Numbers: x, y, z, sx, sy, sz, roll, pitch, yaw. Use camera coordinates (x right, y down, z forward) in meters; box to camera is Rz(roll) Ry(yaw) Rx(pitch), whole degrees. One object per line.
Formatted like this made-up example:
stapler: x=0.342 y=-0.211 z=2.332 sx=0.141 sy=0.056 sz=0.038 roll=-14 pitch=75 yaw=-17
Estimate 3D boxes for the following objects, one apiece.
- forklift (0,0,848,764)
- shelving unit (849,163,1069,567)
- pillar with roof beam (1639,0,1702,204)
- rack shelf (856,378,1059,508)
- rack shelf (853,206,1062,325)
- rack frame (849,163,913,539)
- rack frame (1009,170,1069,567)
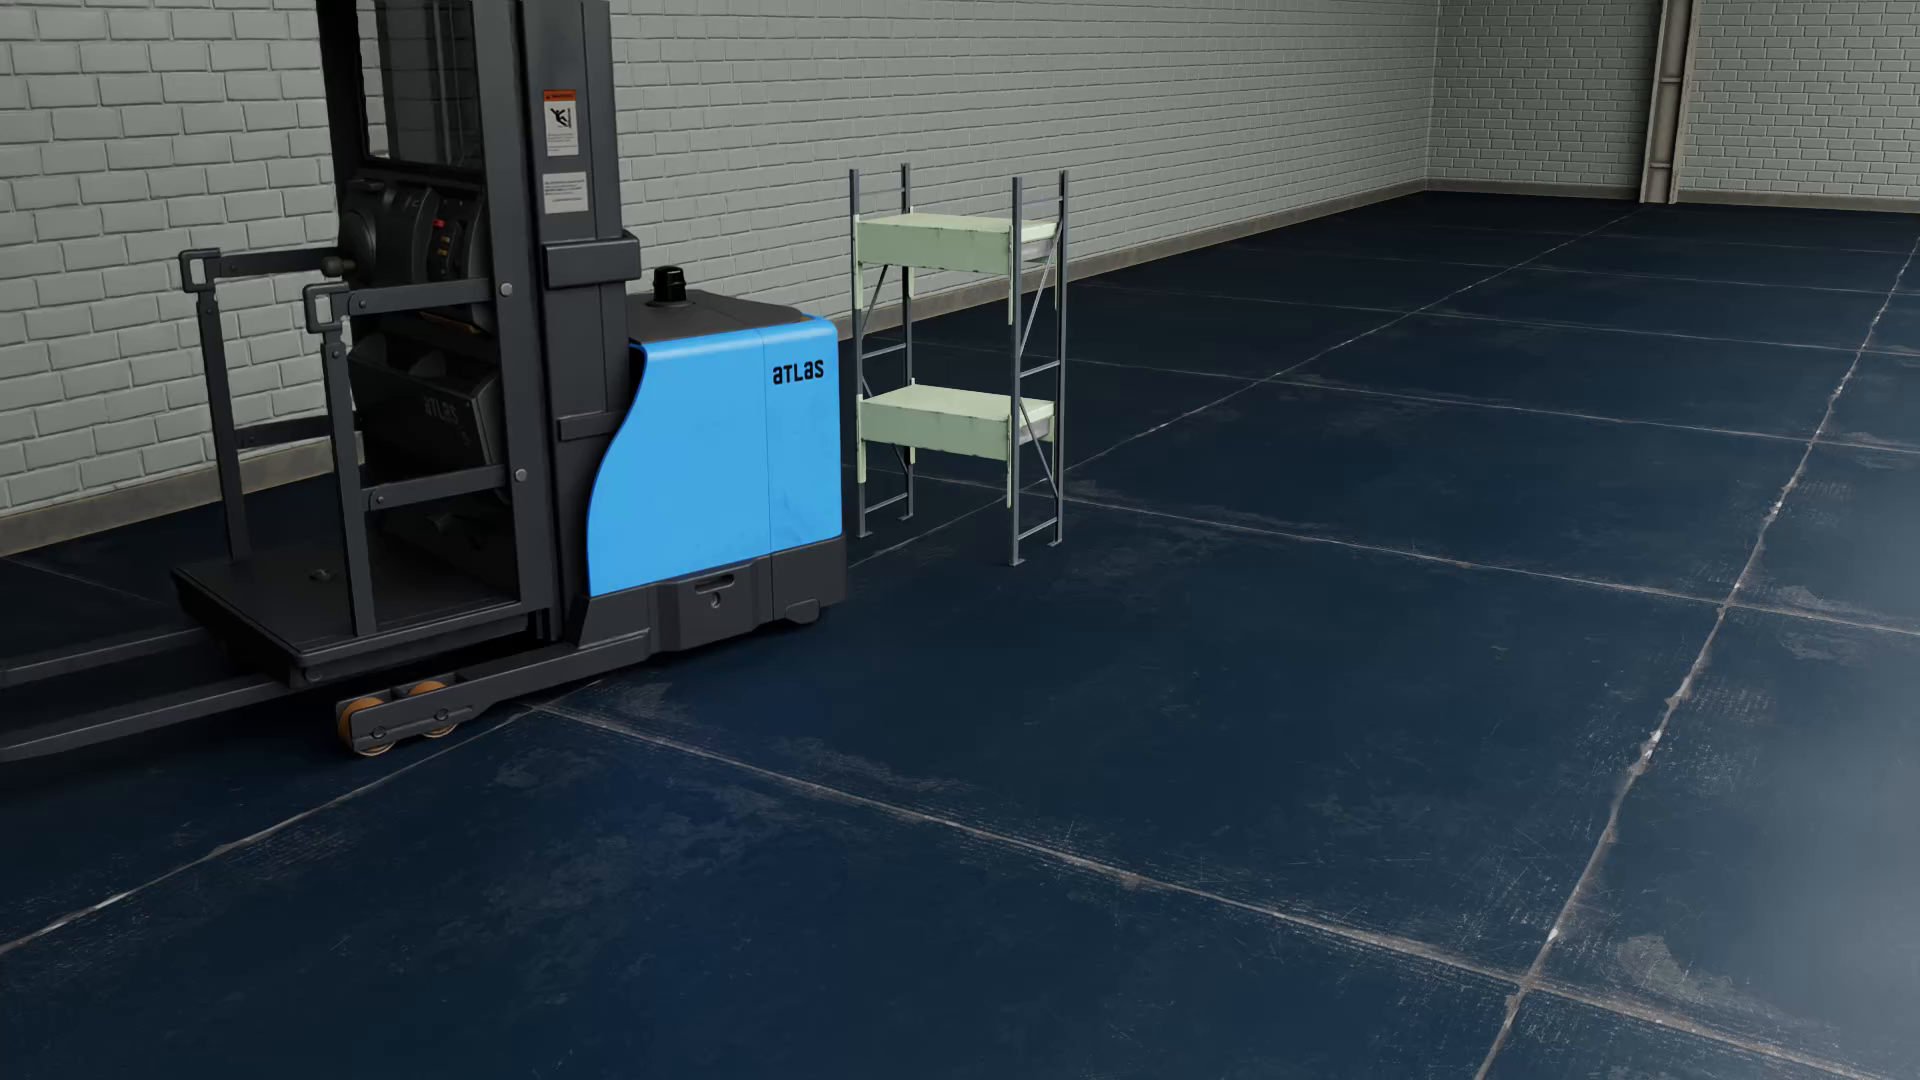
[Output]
forklift: x=-1.837 y=-0.947 z=4.956 sx=3.031 sy=2.935 sz=1.130 roll=-15 pitch=22 yaw=-40
shelving unit: x=-0.006 y=-0.719 z=6.667 sx=0.755 sy=1.500 sz=0.431 roll=10 pitch=20 yaw=30
pillar with roof beam: x=6.479 y=-7.469 z=15.986 sx=0.400 sy=9.000 sz=9.100 roll=10 pitch=20 yaw=30
rack shelf: x=-0.006 y=-0.407 z=6.761 sx=0.720 sy=0.370 sz=0.431 roll=10 pitch=20 yaw=30
rack shelf: x=-0.006 y=-1.092 z=6.553 sx=0.720 sy=0.370 sz=0.431 roll=10 pitch=20 yaw=30
rack frame: x=-0.318 y=-0.774 z=6.850 sx=0.023 sy=1.500 sz=0.400 roll=10 pitch=20 yaw=30
rack frame: x=0.306 y=-0.663 z=6.483 sx=0.023 sy=1.500 sz=0.400 roll=10 pitch=20 yaw=30
